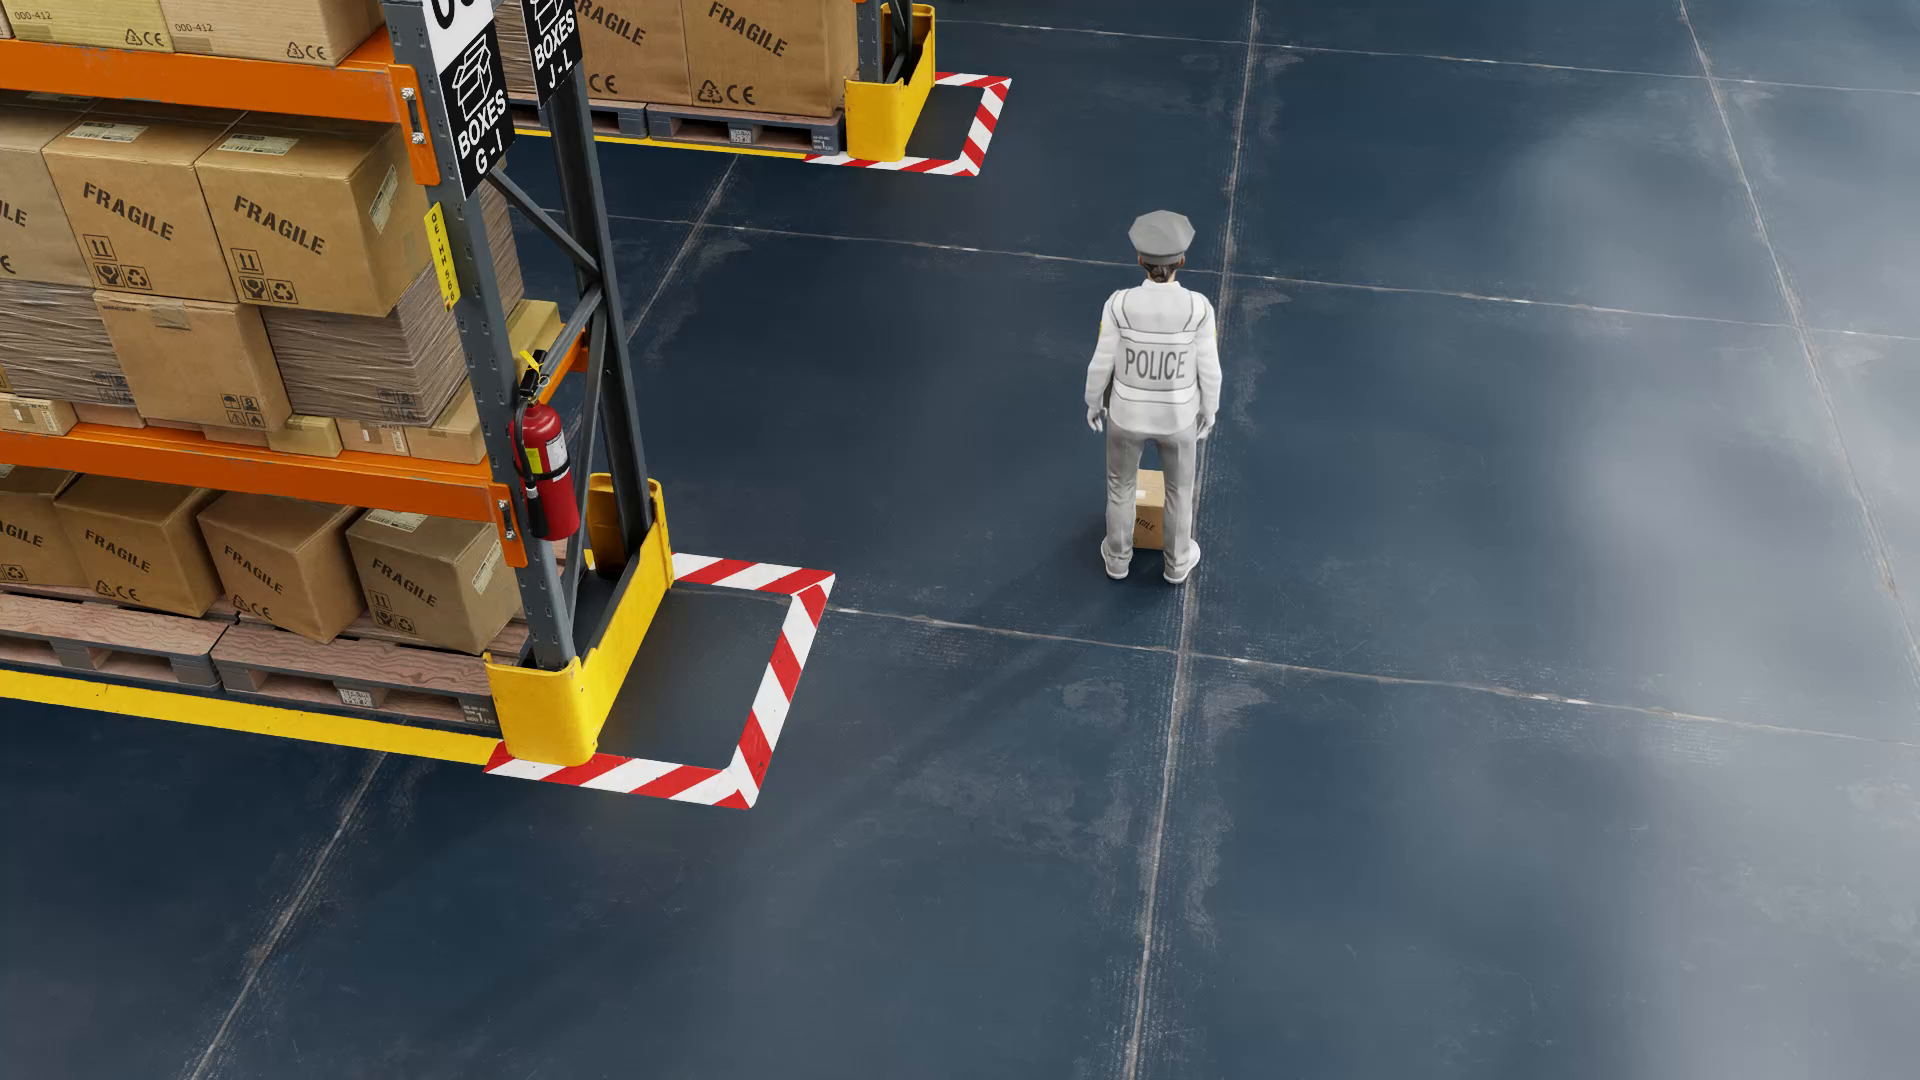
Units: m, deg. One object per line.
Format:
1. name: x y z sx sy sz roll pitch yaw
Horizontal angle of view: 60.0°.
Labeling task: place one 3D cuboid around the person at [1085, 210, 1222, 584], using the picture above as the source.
1. person: 0.777 -0.520 6.757 0.543 1.665 0.372 5 41 6
